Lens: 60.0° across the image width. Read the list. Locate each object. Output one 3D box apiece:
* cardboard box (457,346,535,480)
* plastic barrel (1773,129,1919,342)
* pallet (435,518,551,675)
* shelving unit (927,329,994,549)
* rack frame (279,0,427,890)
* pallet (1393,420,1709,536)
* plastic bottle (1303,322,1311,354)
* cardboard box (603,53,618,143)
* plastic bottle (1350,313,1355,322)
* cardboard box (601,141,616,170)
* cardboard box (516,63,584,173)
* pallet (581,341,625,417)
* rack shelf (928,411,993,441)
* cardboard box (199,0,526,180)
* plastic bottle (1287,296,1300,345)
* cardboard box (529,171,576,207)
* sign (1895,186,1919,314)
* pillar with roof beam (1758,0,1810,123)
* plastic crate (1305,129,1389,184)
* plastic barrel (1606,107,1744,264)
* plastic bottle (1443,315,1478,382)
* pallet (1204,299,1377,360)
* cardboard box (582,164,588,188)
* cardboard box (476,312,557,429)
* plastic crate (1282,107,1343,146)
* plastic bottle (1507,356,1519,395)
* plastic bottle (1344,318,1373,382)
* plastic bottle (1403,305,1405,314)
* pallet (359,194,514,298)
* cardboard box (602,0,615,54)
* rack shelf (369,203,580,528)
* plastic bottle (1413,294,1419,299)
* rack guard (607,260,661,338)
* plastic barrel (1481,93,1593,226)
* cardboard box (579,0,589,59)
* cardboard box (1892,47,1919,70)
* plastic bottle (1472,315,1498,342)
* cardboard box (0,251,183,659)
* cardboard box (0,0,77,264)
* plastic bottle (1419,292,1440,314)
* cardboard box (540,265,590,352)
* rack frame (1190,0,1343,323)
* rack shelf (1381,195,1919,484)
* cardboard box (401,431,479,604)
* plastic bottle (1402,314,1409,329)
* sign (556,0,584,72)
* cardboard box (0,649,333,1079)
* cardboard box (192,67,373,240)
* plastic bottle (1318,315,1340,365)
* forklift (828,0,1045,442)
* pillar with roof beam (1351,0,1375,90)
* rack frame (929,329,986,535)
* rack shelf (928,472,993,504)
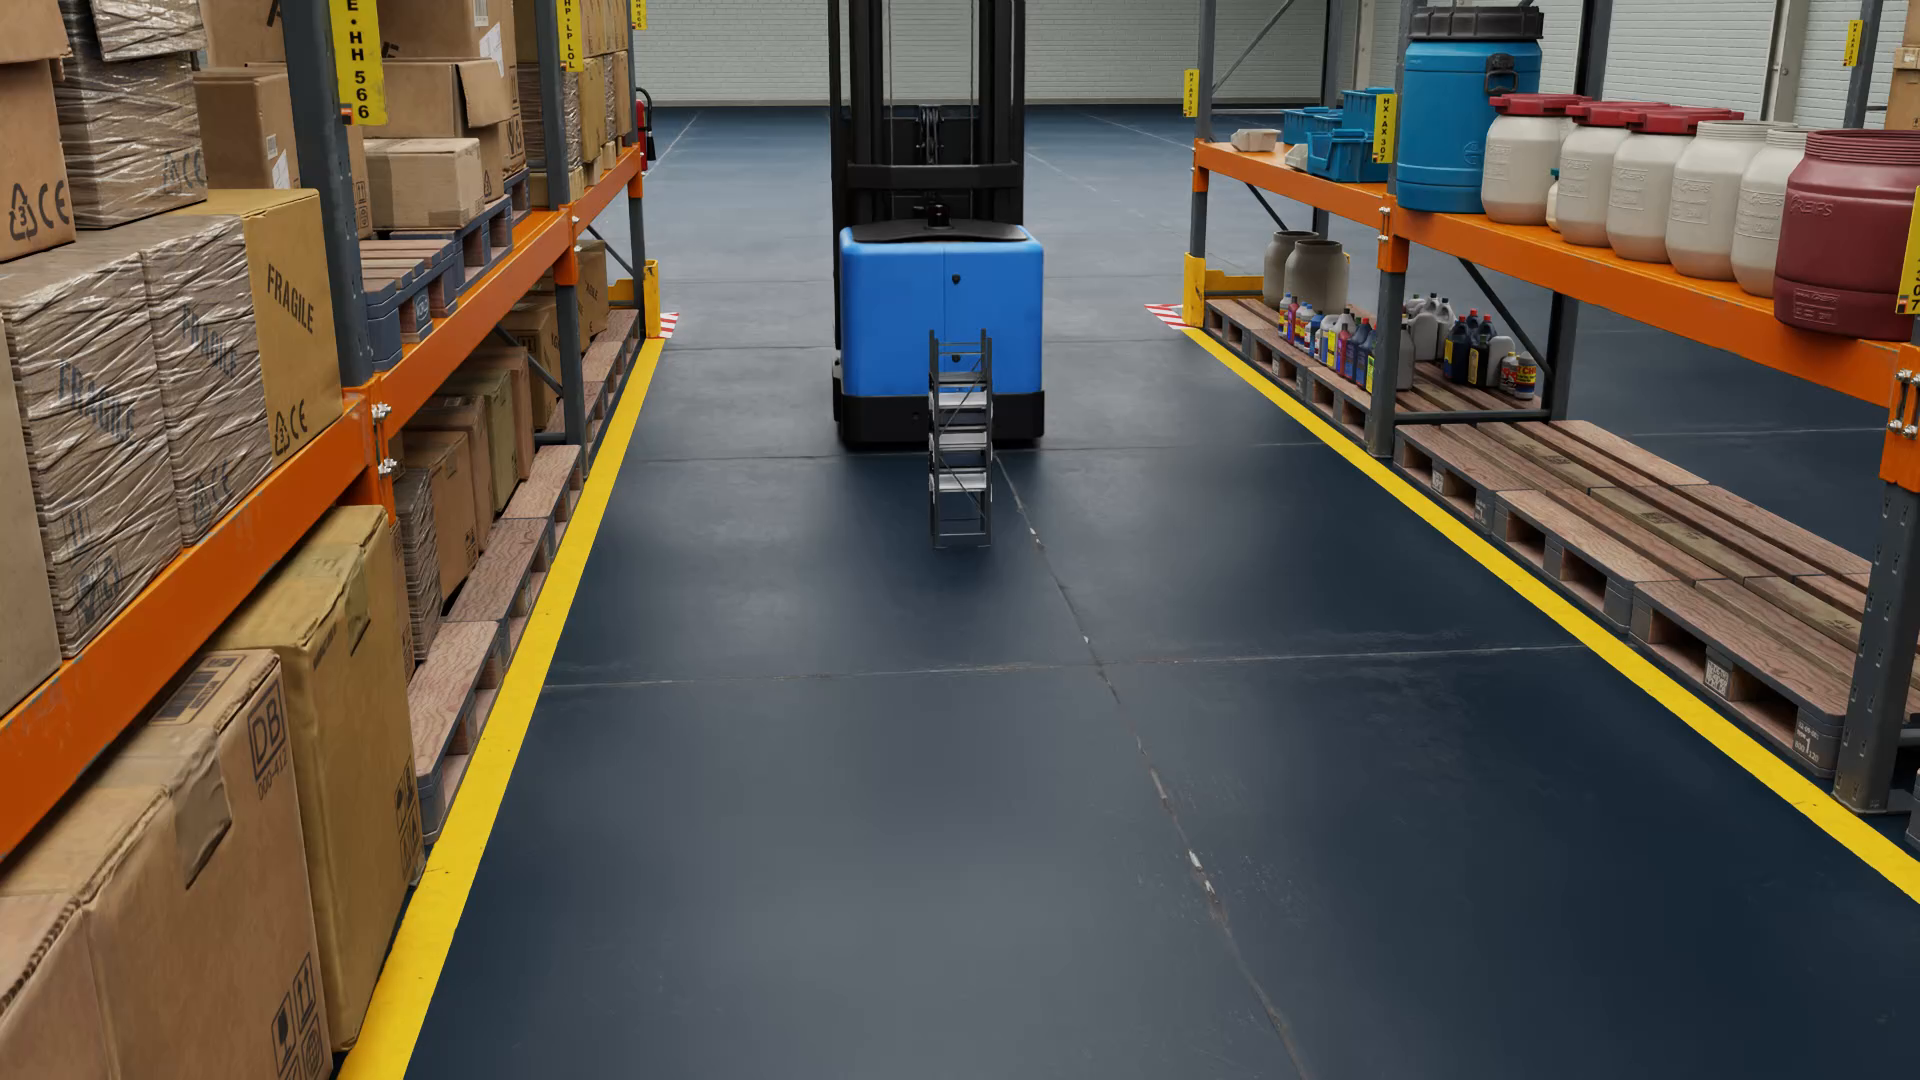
[{"bbox_3d":[-2.278,-0.556,7.379,0.700,0.500,0.500,-3,18,-10],"label":"cardboard box"},{"bbox_3d":[2.670,-0.877,4.737,0.600,0.536,0.708,-2,18,-6],"label":"plastic barrel"},{"bbox_3d":[-2.109,0.204,6.174,1.003,0.211,1.213,-2,18,-6],"label":"pallet"},{"bbox_3d":[0.001,-0.427,7.035,0.258,0.900,0.210,-2,18,-6],"label":"shelving unit"},{"bbox_3d":[-1.908,-0.530,3.859,1.000,3.000,0.127,-2,18,-6],"label":"rack frame"},{"bbox_3d":[2.726,-0.312,7.819,1.003,0.211,1.213,-2,18,-6],"label":"pallet"},{"bbox_3d":[2.127,-1.231,10.026,0.097,0.201,0.097,0,17,0],"label":"plastic bottle"},{"bbox_3d":[-2.524,-2.643,9.925,0.875,0.500,0.500,-2,18,-6],"label":"cardboard box"},{"bbox_3d":[2.293,-1.178,9.720,0.061,0.283,0.133,-2,18,-6],"label":"plastic bottle"},{"bbox_3d":[-2.239,-2.272,9.825,0.380,0.149,0.250,-2,18,-6],"label":"cardboard box"},{"bbox_3d":[-2.305,-2.048,8.029,0.875,0.500,0.500,-2,18,-6],"label":"cardboard box"},{"bbox_3d":[-2.554,-0.955,9.867,1.003,0.211,1.213,-2,18,-6],"label":"pallet"},{"bbox_3d":[0.001,-0.481,7.018,0.258,0.077,0.200,-2,18,-6],"label":"rack shelf"},{"bbox_3d":[-2.378,-1.968,6.735,1.000,1.000,1.000,-2,18,-5],"label":"cardboard box"},{"bbox_3d":[2.076,-1.363,10.312,0.061,0.283,0.133,-1,17,-5],"label":"plastic bottle"},{"bbox_3d":[-2.043,-1.676,7.926,0.380,0.149,0.250,-2,18,-6],"label":"cardboard box"},{"bbox_3d":[2.472,-0.742,4.261,0.100,0.325,0.005,-2,18,-6],"label":"sign"},{"bbox_3d":[7.461,-9.496,22.400,9.100,9.000,0.400,-2,18,-6],"label":"pillar with roof beam"},{"bbox_3d":[2.222,-2.126,9.188,0.499,0.251,0.616,-2,18,-6],"label":"plastic crate"},{"bbox_3d":[2.607,-1.301,6.086,0.433,0.535,0.433,0,17,0],"label":"plastic barrel"},{"bbox_3d":[2.792,-1.070,9.266,0.144,0.351,0.185,-2,18,-6],"label":"plastic bottle"},{"bbox_3d":[2.327,-1.473,11.517,1.003,0.211,1.213,-2,18,-6],"label":"pallet"},{"bbox_3d":[-2.145,-1.898,8.636,0.380,0.149,0.250,-2,18,-6],"label":"cardboard box"},{"bbox_3d":[-2.322,-0.850,8.350,0.500,0.500,0.500,-2,18,-7],"label":"cardboard box"},{"bbox_3d":[2.543,-2.856,11.515,0.499,0.251,0.616,-2,18,-6],"label":"plastic crate"},{"bbox_3d":[2.999,-0.889,8.938,0.097,0.201,0.097,0,17,0],"label":"plastic bottle"},{"bbox_3d":[2.233,-1.061,9.238,0.144,0.351,0.185,-3,18,-8],"label":"plastic bottle"},{"bbox_3d":[2.712,-1.368,10.327,0.061,0.283,0.133,-2,18,-6],"label":"plastic bottle"},{"bbox_3d":[-2.153,-1.027,5.762,1.003,0.211,1.213,-2,18,-6],"label":"pallet"},{"bbox_3d":[-2.324,-3.127,9.795,0.500,0.500,0.500,-2,18,-6],"label":"cardboard box"},{"bbox_3d":[-2.114,-0.783,5.865,1.077,0.370,4.000,-2,18,-6],"label":"rack shelf"},{"bbox_3d":[2.849,-1.413,10.471,0.061,0.283,0.133,-1,17,-4],"label":"plastic bottle"},{"bbox_3d":[-2.725,-1.699,11.753,1.175,0.500,0.348,-2,18,-6],"label":"rack guard"},{"bbox_3d":[2.487,-1.648,7.193,0.433,0.535,0.433,0,17,0],"label":"plastic barrel"},{"bbox_3d":[-2.167,-2.680,8.372,0.500,0.500,0.500,-2,18,-6],"label":"cardboard box"},{"bbox_3d":[6.947,-3.453,11.917,0.380,0.149,0.250,-2,18,-6],"label":"cardboard box"},{"bbox_3d":[2.936,-1.075,9.280,0.144,0.351,0.185,-1,17,-4],"label":"plastic bottle"},{"bbox_3d":[-1.508,-0.135,2.434,0.500,0.500,0.500,-2,18,-7],"label":"cardboard box"},{"bbox_3d":[-1.784,-0.644,2.380,0.797,0.503,0.637,-1,17,-4],"label":"cardboard box"},{"bbox_3d":[2.853,-1.313,10.039,0.144,0.351,0.185,-1,17,-3],"label":"plastic bottle"},{"bbox_3d":[-2.544,-1.371,10.008,0.500,0.500,0.500,0,17,0],"label":"cardboard box"},{"bbox_3d":[2.194,-3.067,11.938,1.000,3.000,0.127,-2,18,-6],"label":"rack frame"},{"bbox_3d":[2.813,-0.936,6.352,1.077,0.370,4.000,-2,18,-6],"label":"rack shelf"},{"bbox_3d":[-2.132,-0.080,5.864,0.700,0.500,0.500,0,17,-1],"label":"cardboard box"},{"bbox_3d":[2.710,-1.281,10.188,0.097,0.201,0.097,0,17,0],"label":"plastic bottle"},{"bbox_3d":[-1.769,-2.293,7.540,0.100,0.325,0.005,-2,18,-6],"label":"sign"},{"bbox_3d":[-1.773,0.755,2.611,1.225,0.875,0.875,-2,18,-5],"label":"cardboard box"},{"bbox_3d":[-2.160,-1.101,4.810,0.700,0.500,0.500,1,17,3],"label":"cardboard box"},{"bbox_3d":[2.187,-1.171,9.711,0.152,0.276,0.135,-1,17,-5],"label":"plastic bottle"},{"bbox_3d":[-0.205,-2.293,9.588,1.130,2.935,3.031,-1,17,-5],"label":"forklift"},{"bbox_3d":[5.604,-14.859,39.482,9.100,9.000,0.400,-2,18,-6],"label":"pillar with roof beam"},{"bbox_3d":[-0.010,-0.457,7.131,0.240,0.900,0.006,-2,18,-6],"label":"rack frame"},{"bbox_3d":[0.001,-0.223,7.098,0.258,0.077,0.200,-2,18,-6],"label":"rack shelf"}]
